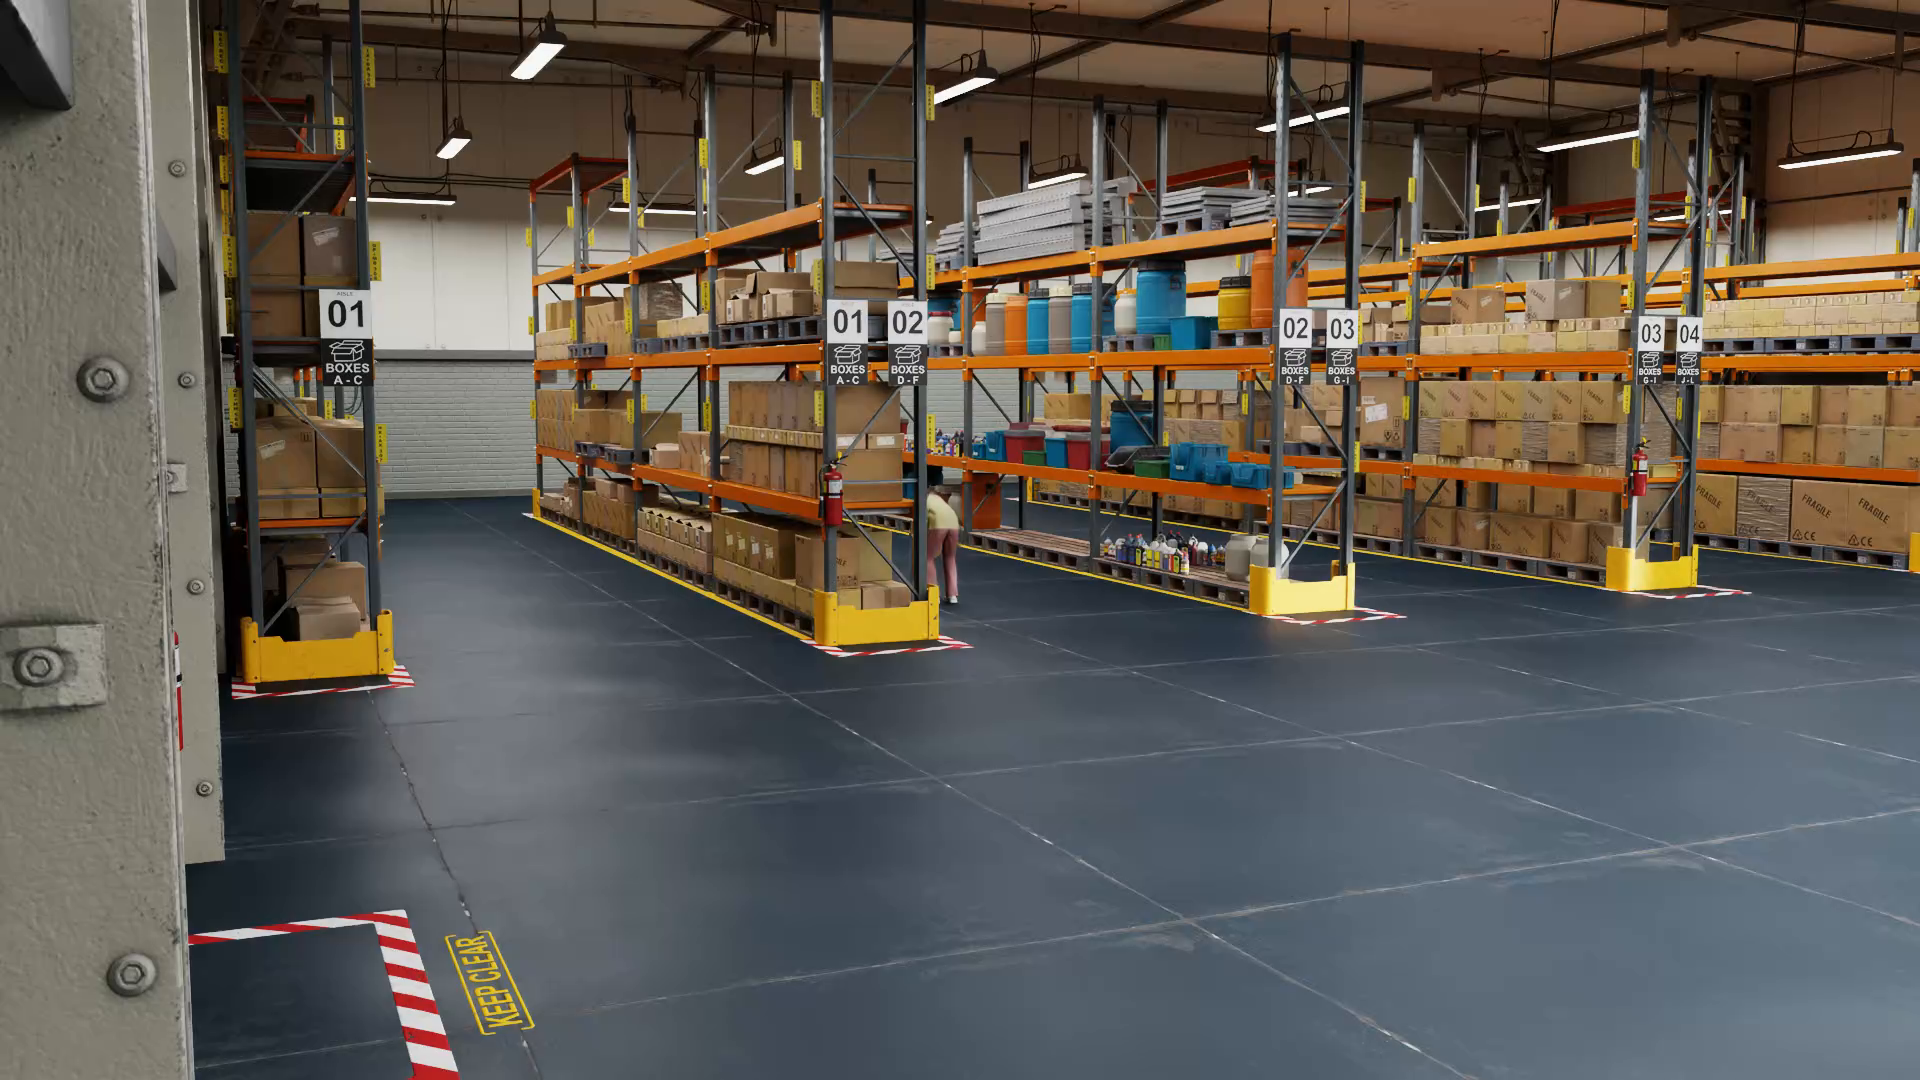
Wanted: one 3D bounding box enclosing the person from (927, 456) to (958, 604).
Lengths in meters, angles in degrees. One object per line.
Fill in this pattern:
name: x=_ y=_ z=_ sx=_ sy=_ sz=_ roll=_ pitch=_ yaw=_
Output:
person: x=-0.255 y=-0.115 z=18.460 sx=0.407 sy=1.625 sz=0.540 roll=-3 pitch=6 yaw=-25
